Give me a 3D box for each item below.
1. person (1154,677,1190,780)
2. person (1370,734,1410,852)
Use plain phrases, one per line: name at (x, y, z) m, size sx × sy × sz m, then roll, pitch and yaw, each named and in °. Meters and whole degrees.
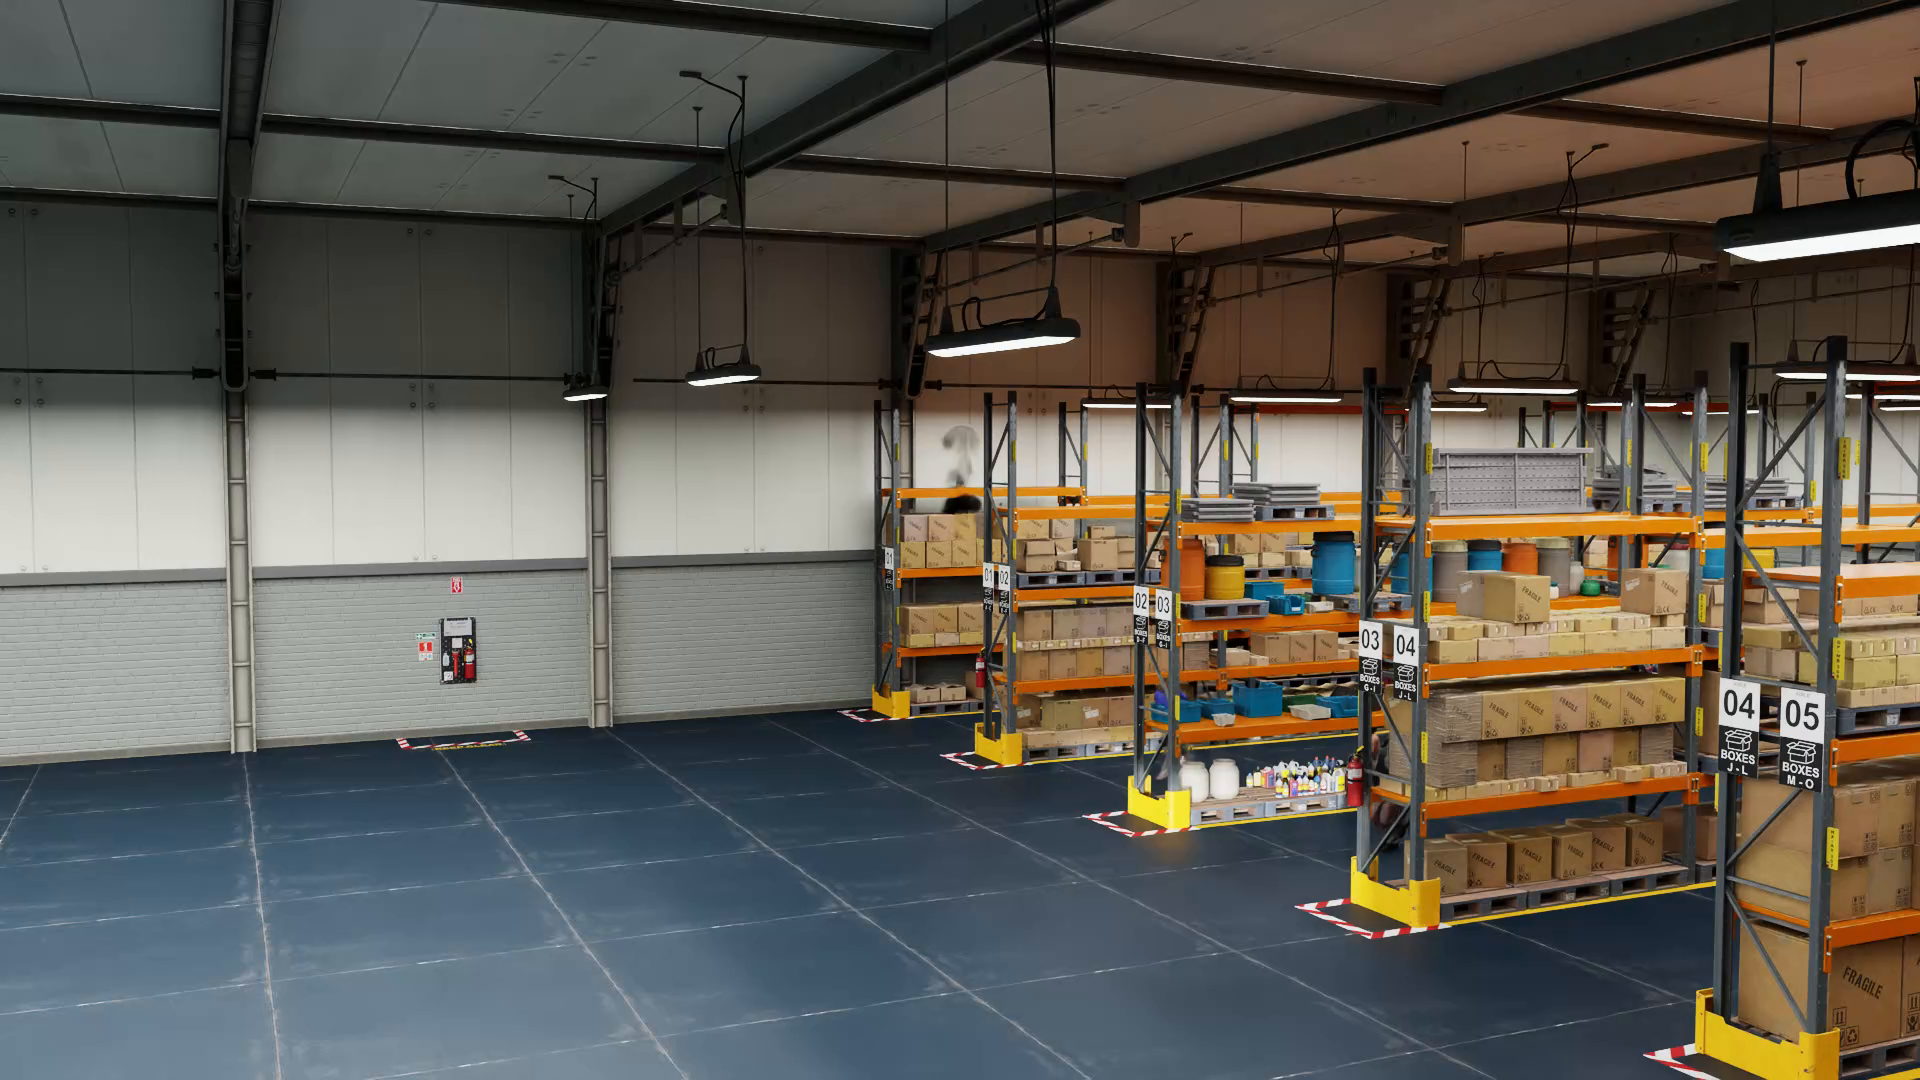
person at (3.350, 2.892, 25.864) m, size 0.601 × 1.615 × 0.955 m, roll 2°, pitch 4°, yaw 32°
person at (5.406, 3.182, 20.974) m, size 0.844 × 1.542 × 0.680 m, roll -3°, pitch 4°, yaw -39°
